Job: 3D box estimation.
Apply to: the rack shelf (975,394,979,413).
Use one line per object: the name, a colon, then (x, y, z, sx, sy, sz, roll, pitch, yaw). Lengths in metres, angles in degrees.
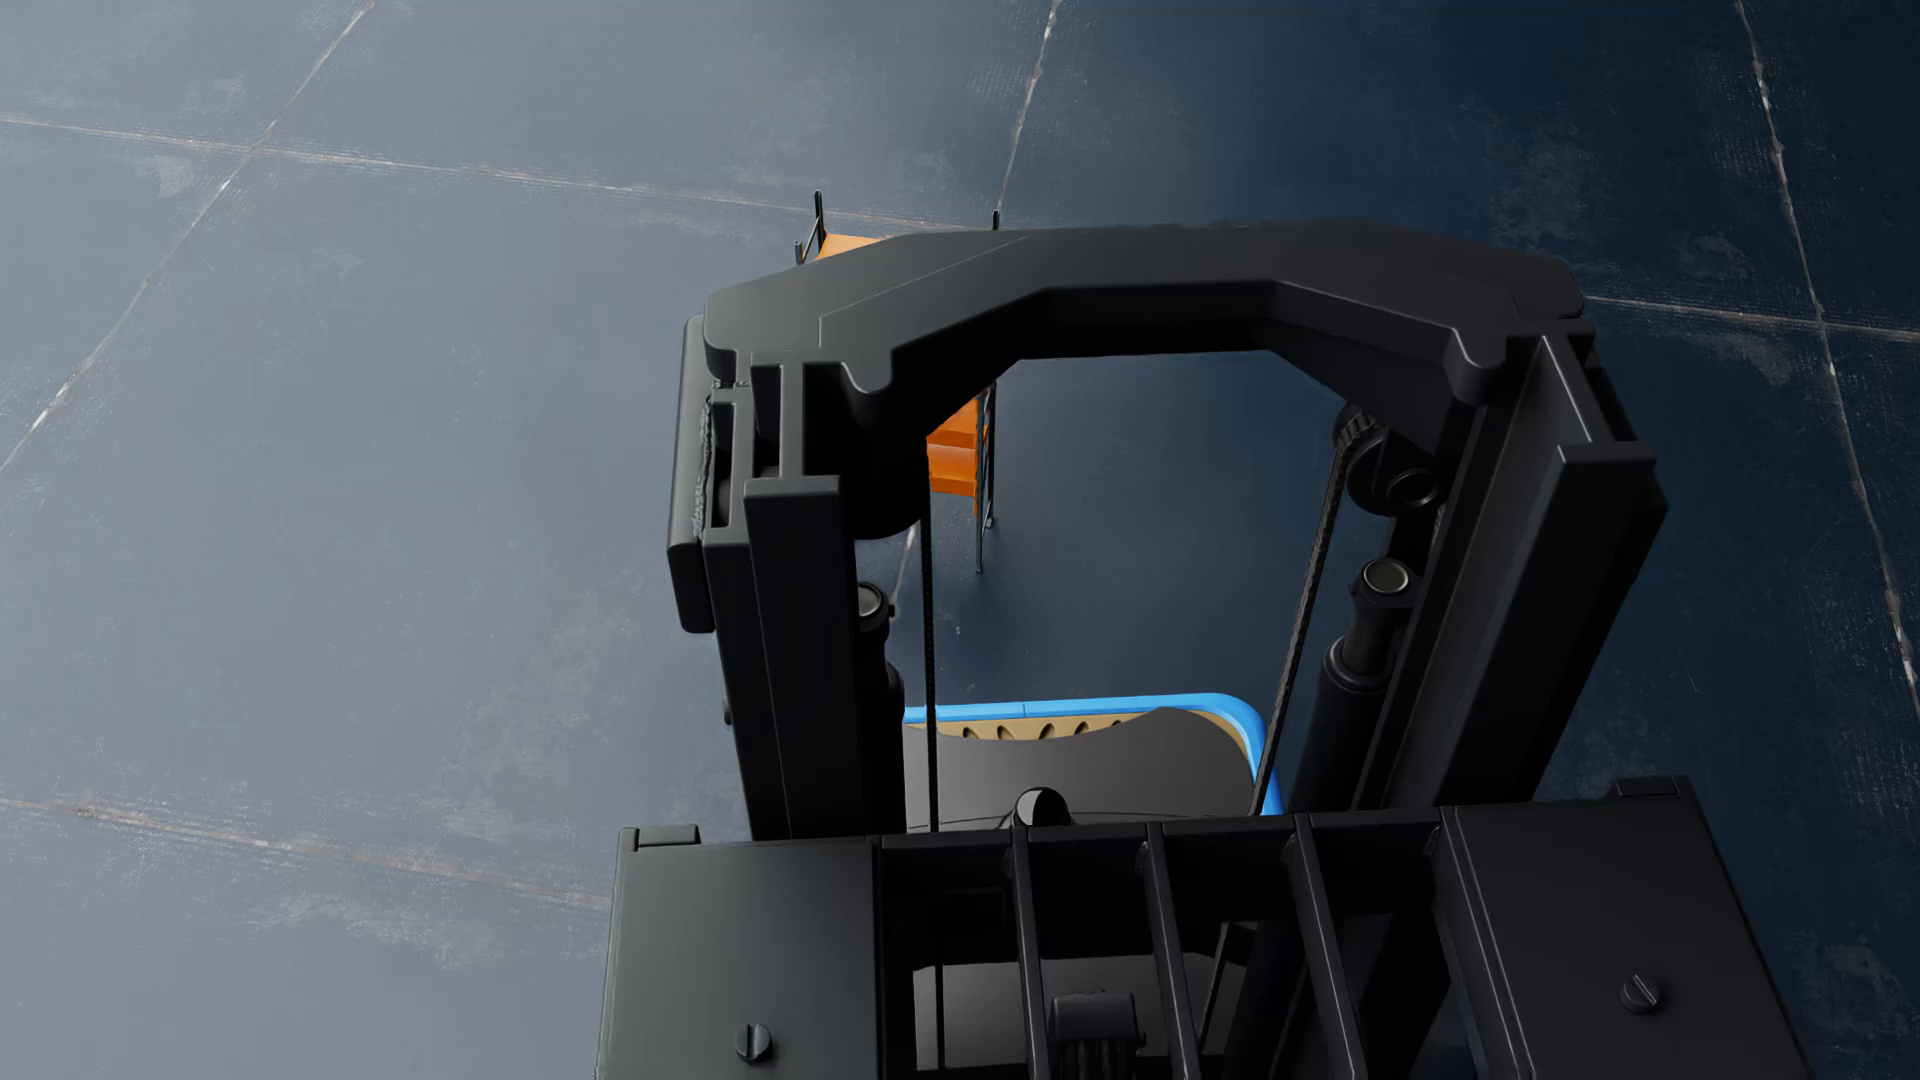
rack shelf: (-0.163, -0.527, 4.707, 0.480, 0.148, 0.258, 8, 49, 7)

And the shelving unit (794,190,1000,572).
shelving unit: (-0.163, -0.423, 4.823, 0.503, 1.200, 0.258, 8, 49, 7)

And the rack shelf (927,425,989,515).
rack shelf: (-0.163, -0.245, 5.021, 0.480, 0.148, 0.258, 8, 49, 7)

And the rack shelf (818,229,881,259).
rack shelf: (-0.163, -0.686, 4.531, 0.480, 0.148, 0.258, 8, 49, 7)

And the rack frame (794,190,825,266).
rack frame: (-0.403, -0.455, 4.852, 0.015, 1.200, 0.240, 8, 49, 7)

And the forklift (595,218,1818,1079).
forklift: (0.220, 1.175, 2.223, 1.130, 2.935, 3.031, -3, 48, -2)

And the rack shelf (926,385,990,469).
rack shelf: (-0.163, -0.378, 4.873, 0.480, 0.148, 0.258, 8, 49, 7)

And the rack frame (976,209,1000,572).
rack frame: (0.077, -0.391, 4.794, 0.015, 1.200, 0.240, 8, 49, 7)
